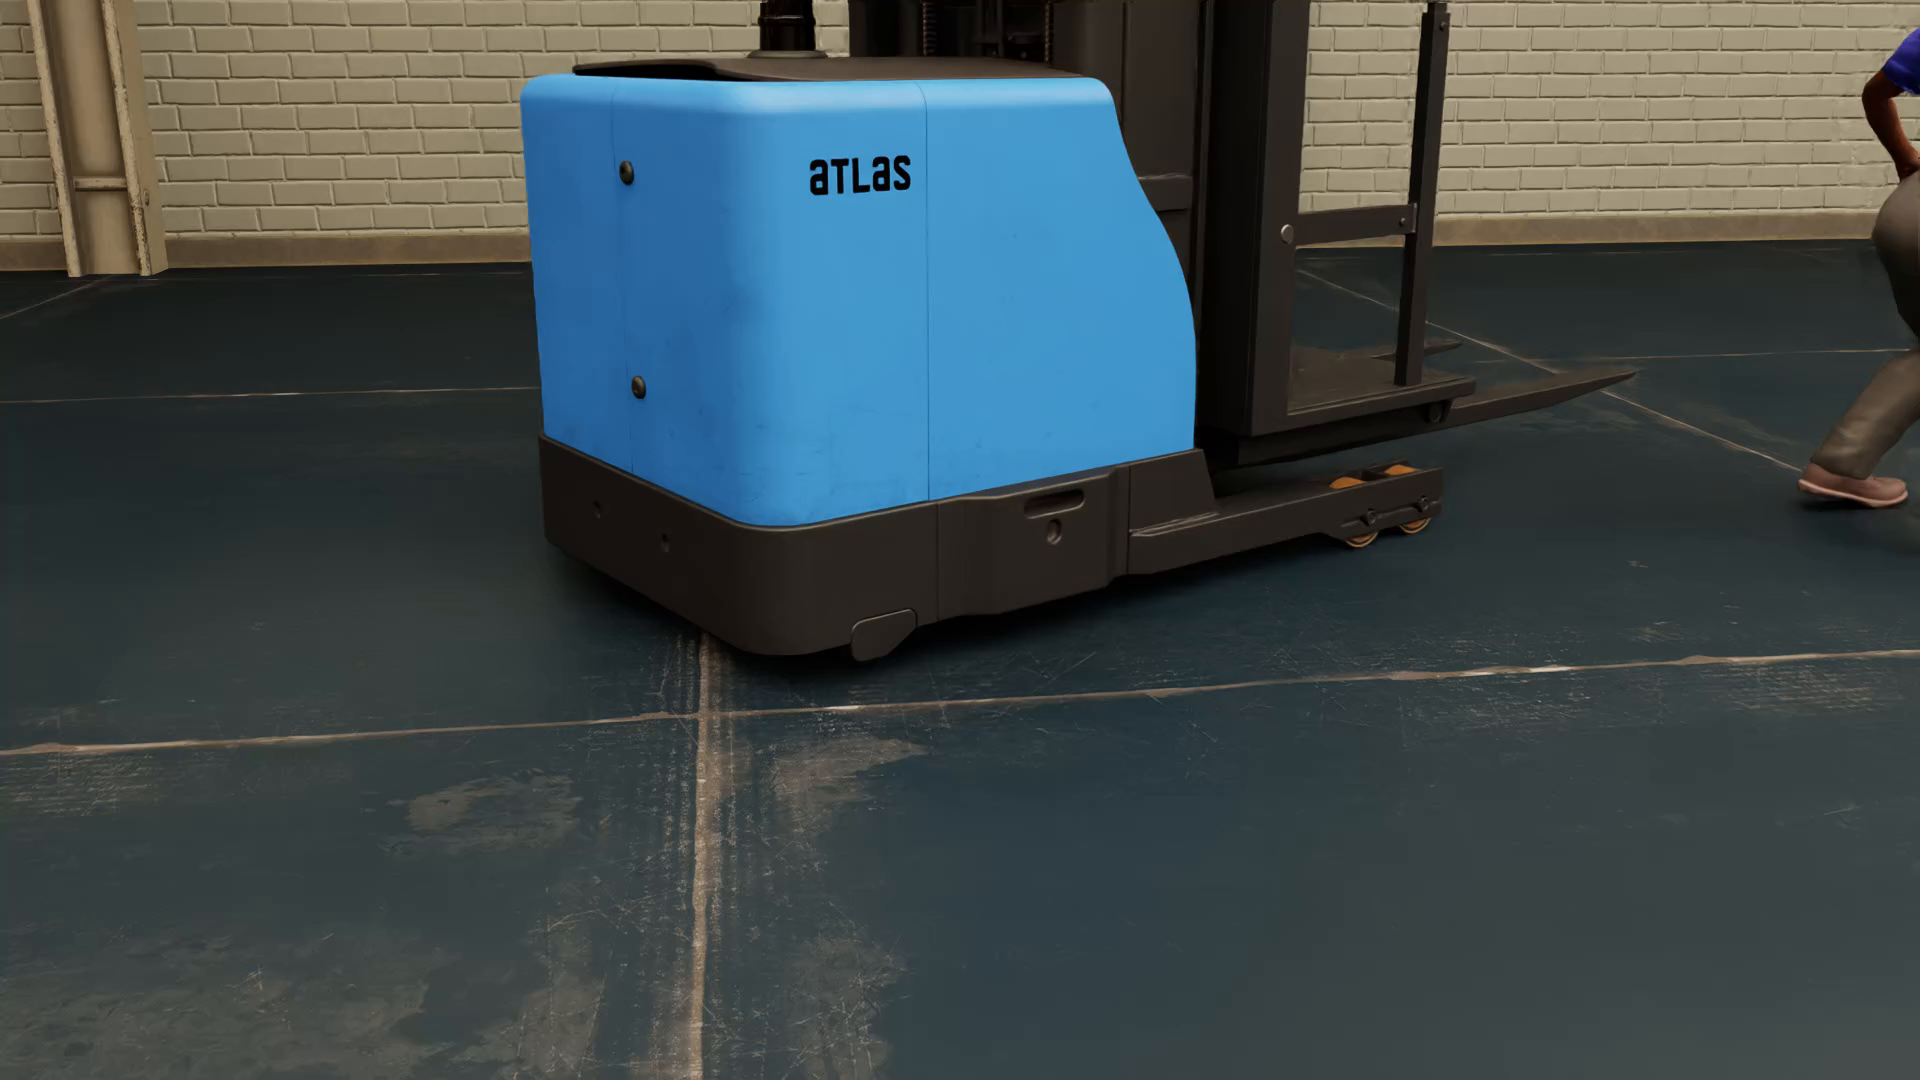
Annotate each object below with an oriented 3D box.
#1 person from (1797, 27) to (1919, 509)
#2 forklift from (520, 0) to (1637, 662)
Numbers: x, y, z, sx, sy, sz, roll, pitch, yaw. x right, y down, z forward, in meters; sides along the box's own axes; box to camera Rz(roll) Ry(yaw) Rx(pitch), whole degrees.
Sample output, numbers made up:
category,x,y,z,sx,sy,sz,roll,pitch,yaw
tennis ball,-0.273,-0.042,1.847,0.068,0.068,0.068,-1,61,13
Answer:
category,x,y,z,sx,sy,sz,roll,pitch,yaw
person,2.429,-0.694,3.821,0.461,1.536,0.916,-7,18,-21
forklift,0.552,-1.494,3.843,3.031,2.935,1.130,-12,21,-35
